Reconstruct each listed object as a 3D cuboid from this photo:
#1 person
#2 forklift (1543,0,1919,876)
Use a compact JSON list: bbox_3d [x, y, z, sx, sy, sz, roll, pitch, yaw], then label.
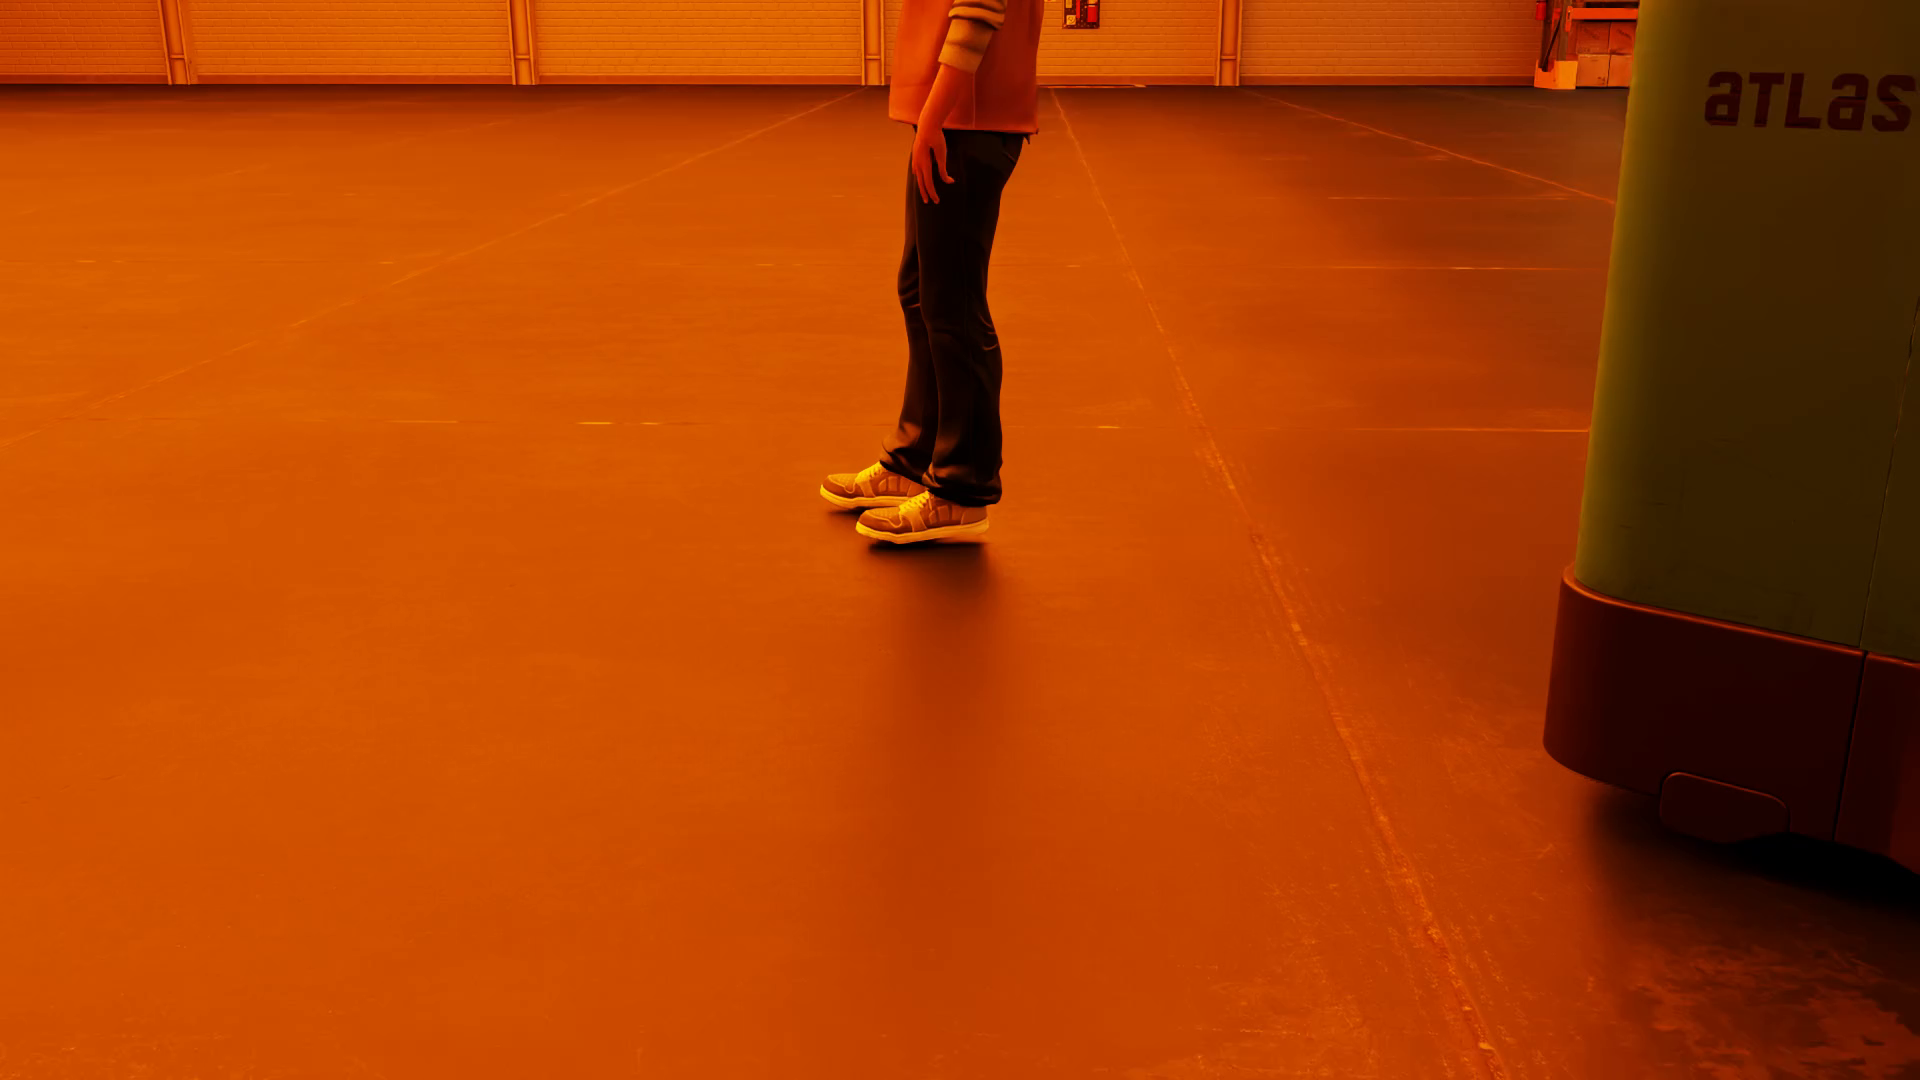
[{"bbox_3d":[-0.075,-0.774,3.148,0.472,1.600,0.520,1,17,2],"label":"person"},{"bbox_3d":[2.247,-0.881,1.268,3.031,2.935,1.130,13,22,37],"label":"forklift"}]
